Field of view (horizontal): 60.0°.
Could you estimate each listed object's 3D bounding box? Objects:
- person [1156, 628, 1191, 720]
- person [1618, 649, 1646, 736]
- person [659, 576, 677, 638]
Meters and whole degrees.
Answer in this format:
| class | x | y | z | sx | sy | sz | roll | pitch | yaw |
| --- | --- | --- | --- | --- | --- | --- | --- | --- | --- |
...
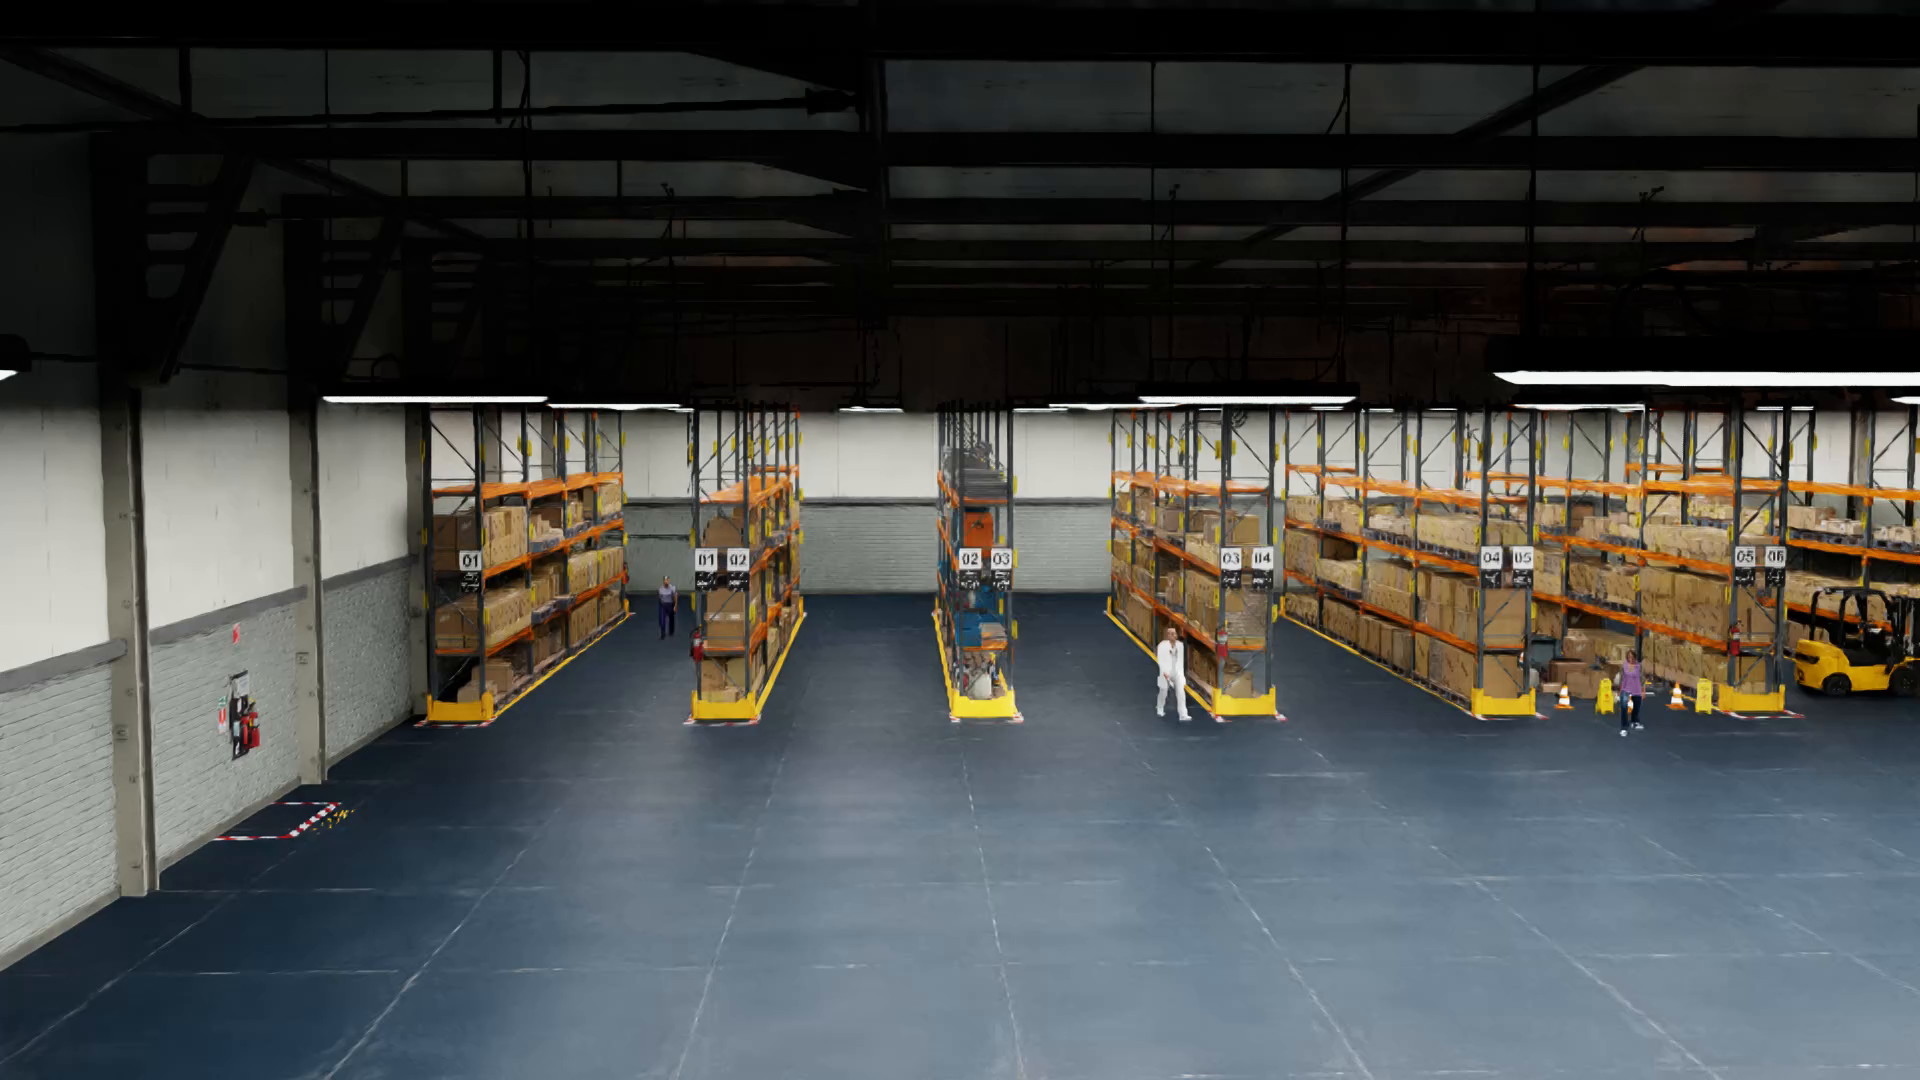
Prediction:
| class | x | y | z | sx | sy | sz | roll | pitch | yaw |
| --- | --- | --- | --- | --- | --- | --- | --- | --- | --- |
| person | 3.947 | 2.489 | 31.087 | 0.578 | 1.715 | 1.105 | -1 | 4 | -11 |
| person | 12.002 | 2.692 | 29.709 | 0.461 | 1.531 | 0.867 | 2 | 5 | 20 |
| person | -7.467 | 1.697 | 42.518 | 0.491 | 1.590 | 0.981 | 0 | 4 | -3 |
